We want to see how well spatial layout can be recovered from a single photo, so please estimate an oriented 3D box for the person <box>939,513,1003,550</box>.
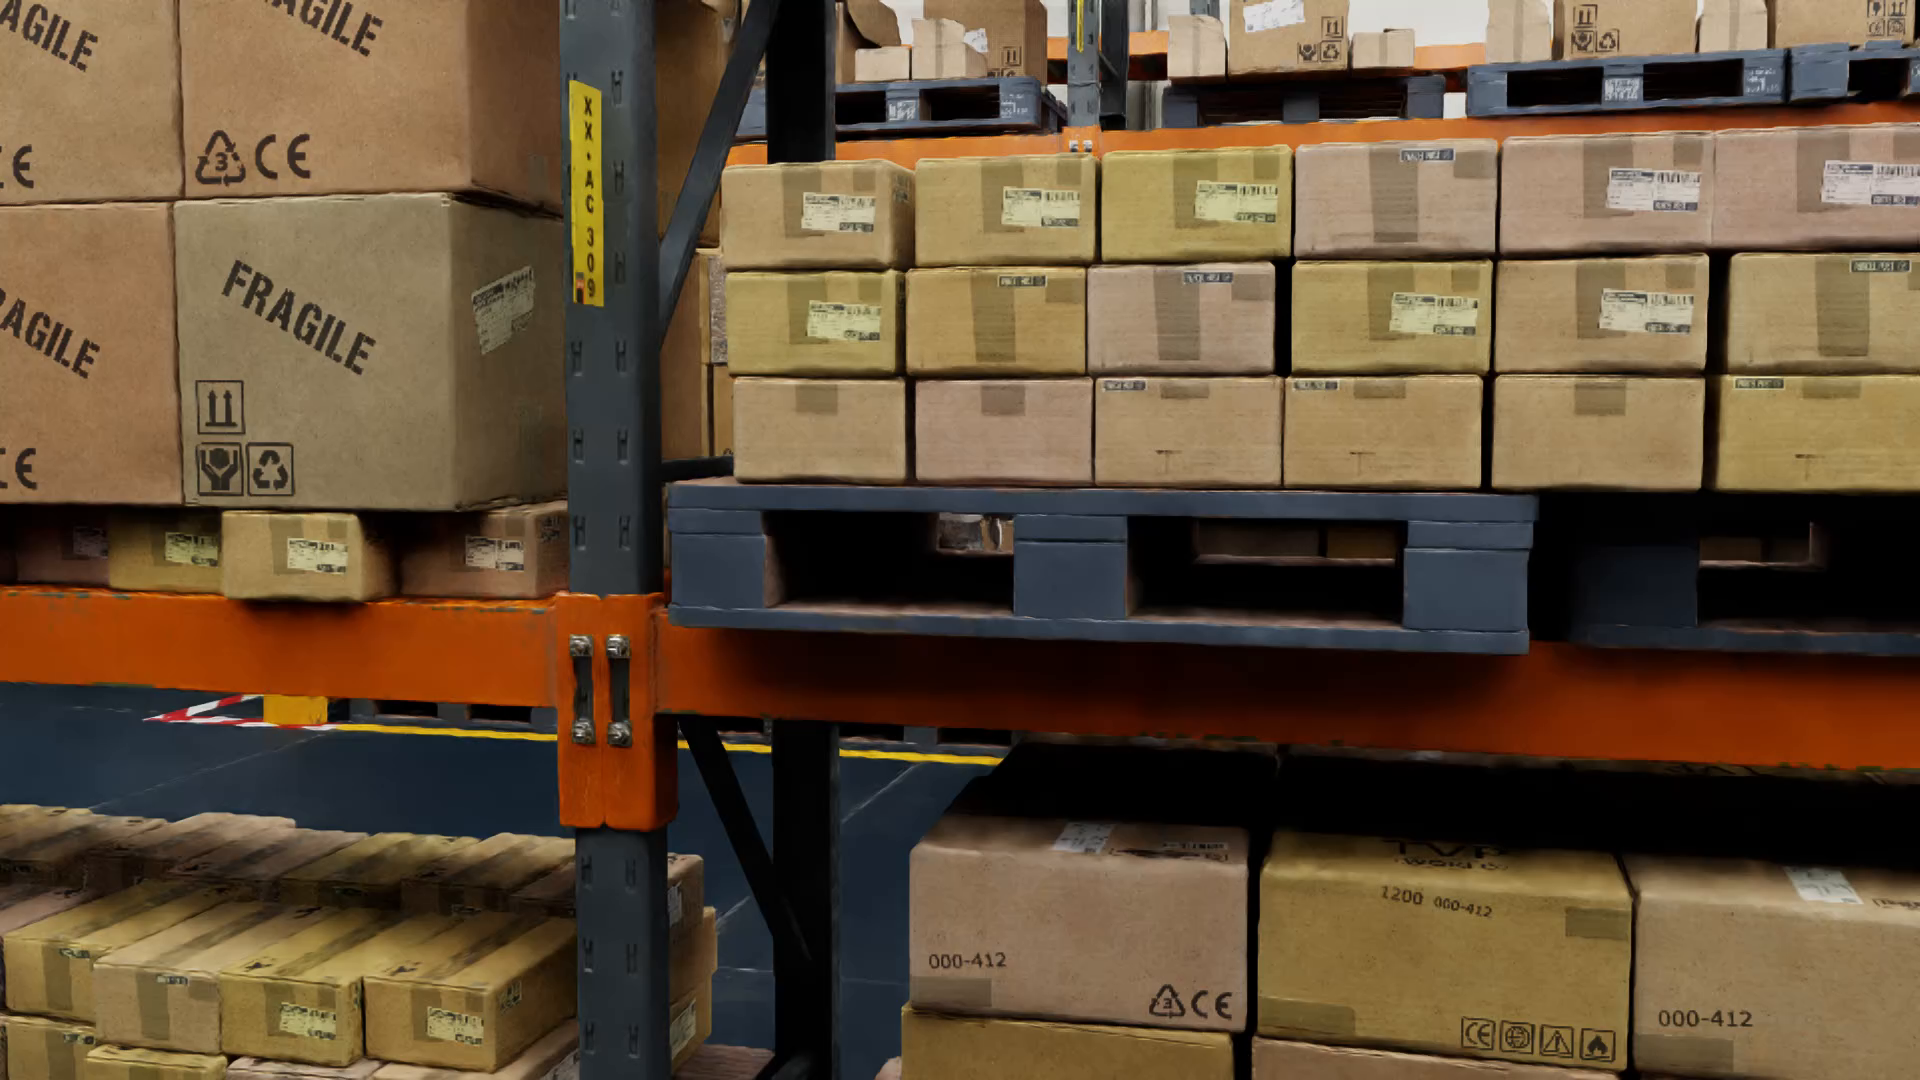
[{"bbox_3d":[-0.060,-0.100,9.783,0.646,1.777,0.514,1,5,14],"label":"person"}]
